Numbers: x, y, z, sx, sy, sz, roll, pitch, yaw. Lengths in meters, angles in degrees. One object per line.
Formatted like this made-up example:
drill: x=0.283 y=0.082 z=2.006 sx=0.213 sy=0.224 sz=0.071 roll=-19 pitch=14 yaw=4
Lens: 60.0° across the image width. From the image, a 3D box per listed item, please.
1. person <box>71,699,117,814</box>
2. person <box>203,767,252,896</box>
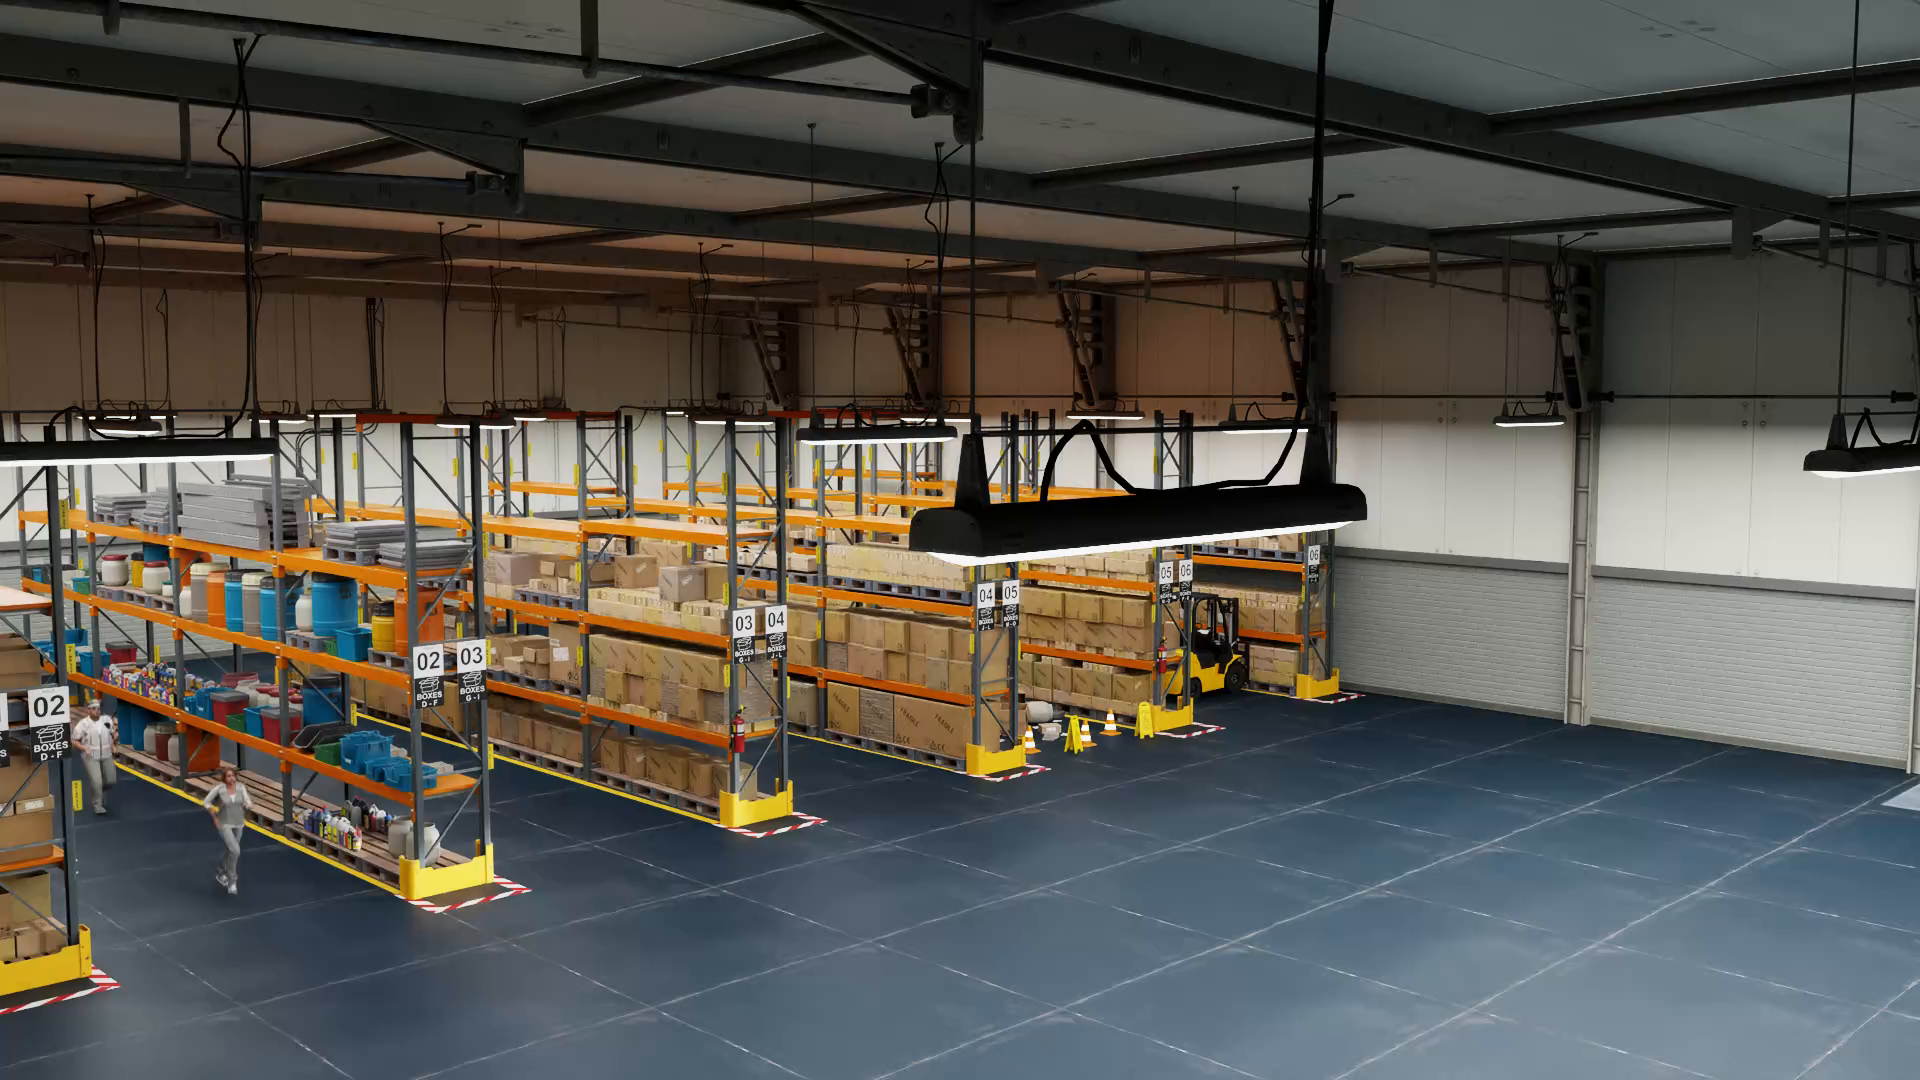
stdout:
person: x=-13.117 y=3.272 z=25.268 sx=0.626 sy=1.727 sz=0.660 roll=5 pitch=7 yaw=44
person: x=-9.315 y=3.701 z=21.256 sx=0.710 sy=1.648 sz=0.507 roll=4 pitch=6 yaw=38
